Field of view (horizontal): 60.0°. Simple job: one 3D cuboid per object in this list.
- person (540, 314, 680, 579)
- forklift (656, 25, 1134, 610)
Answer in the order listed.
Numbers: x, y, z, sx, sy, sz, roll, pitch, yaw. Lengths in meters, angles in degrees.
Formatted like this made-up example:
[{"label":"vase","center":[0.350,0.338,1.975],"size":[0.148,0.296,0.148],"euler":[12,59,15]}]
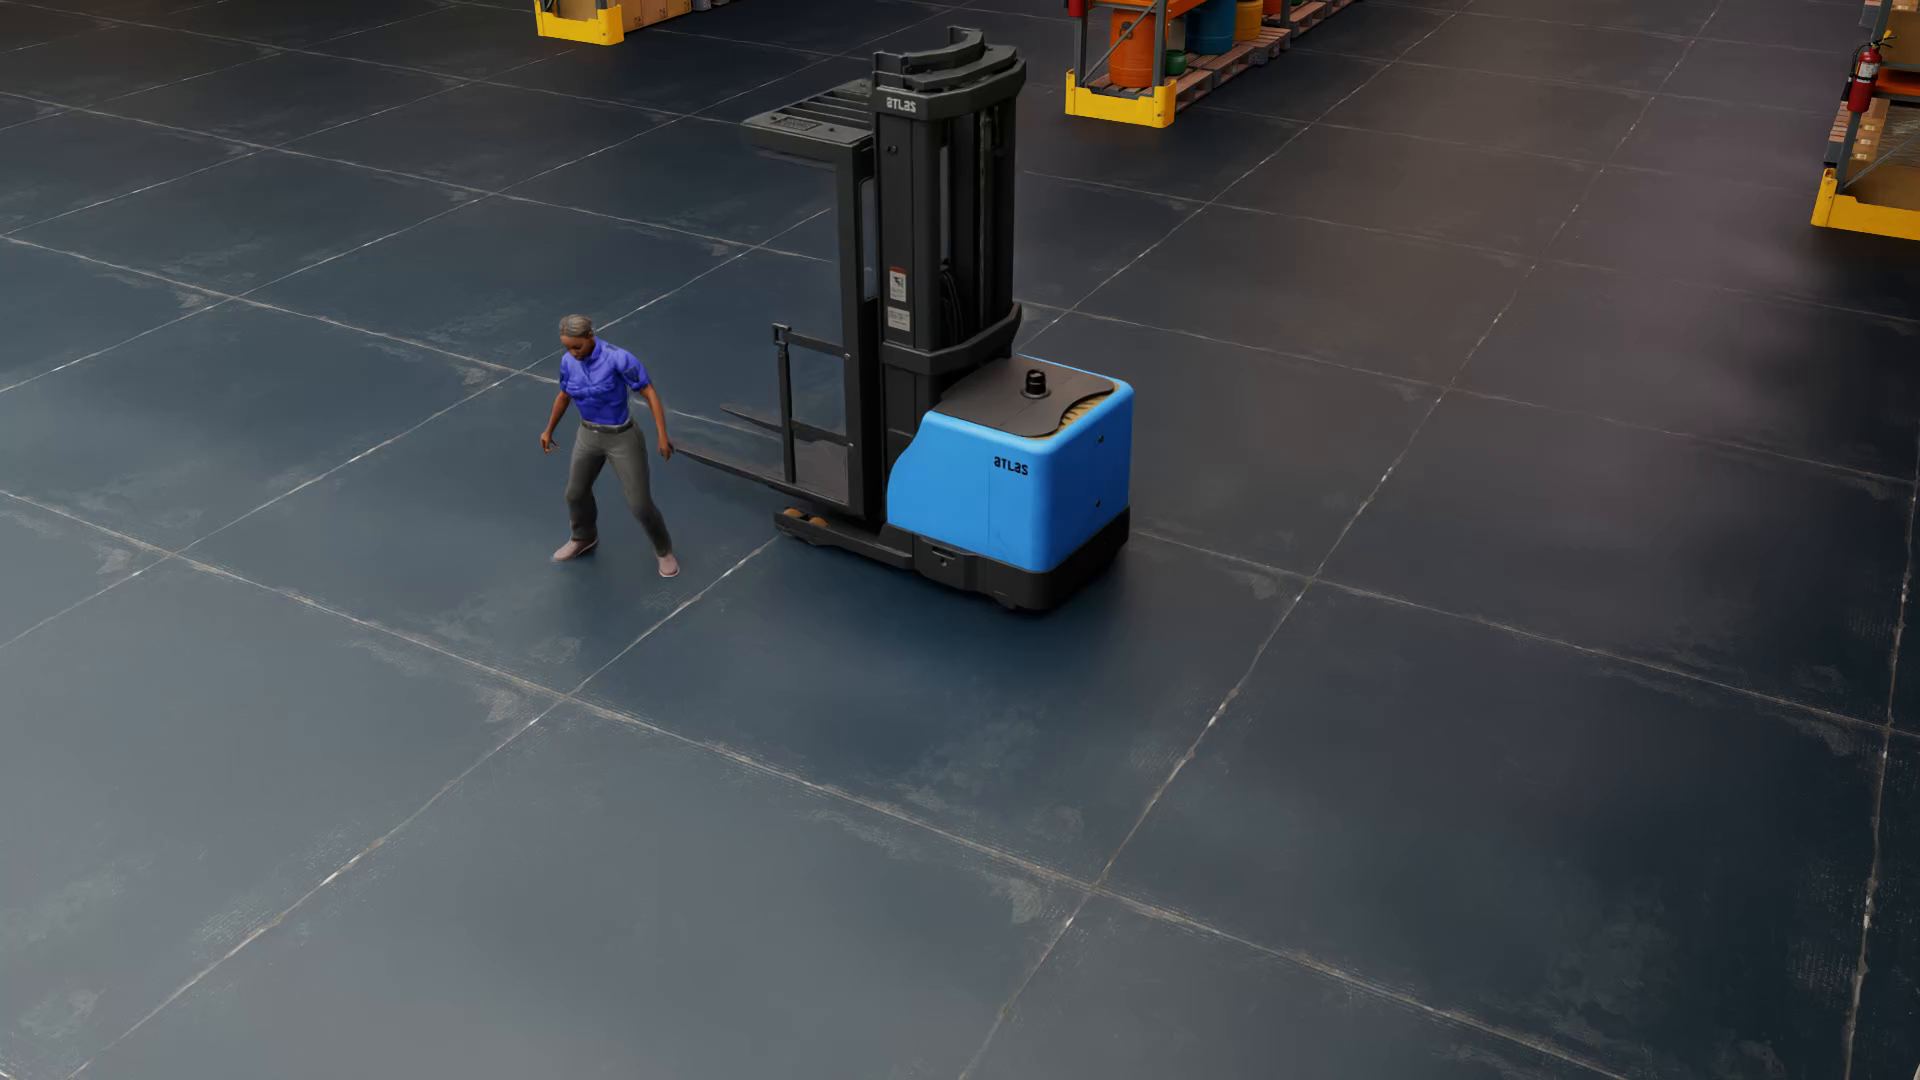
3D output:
[{"label":"person","center":[-1.997,-0.540,9.373],"size":[0.849,1.611,0.374],"euler":[9,31,15]},{"label":"forklift","center":[-0.512,-1.436,9.559],"size":[3.031,2.935,1.130],"euler":[18,35,29]}]
